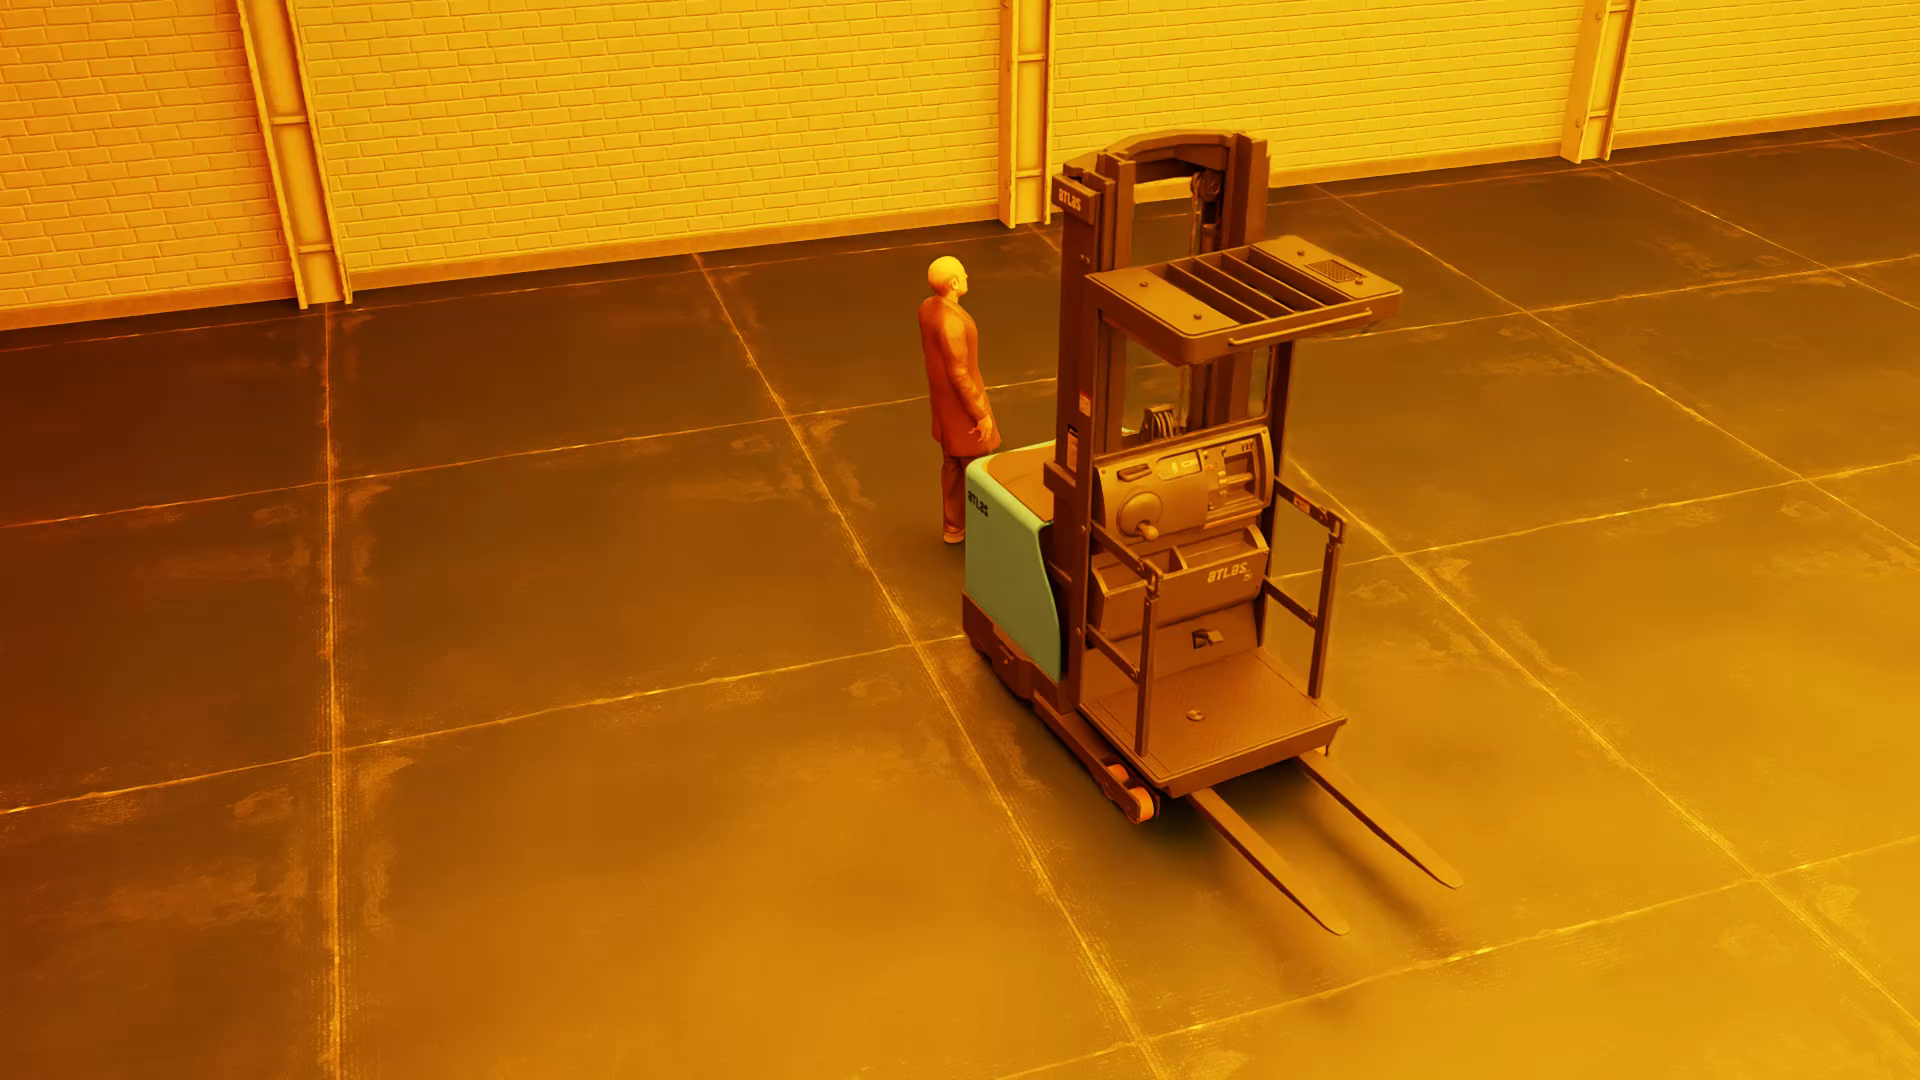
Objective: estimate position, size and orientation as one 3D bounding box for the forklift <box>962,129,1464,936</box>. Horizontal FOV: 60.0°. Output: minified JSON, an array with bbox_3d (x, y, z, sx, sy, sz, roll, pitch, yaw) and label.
[{"bbox_3d":[1.141,-0.211,7.453,1.130,2.935,3.031,-15,33,-24],"label":"forklift"}]

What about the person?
[{"bbox_3d":[0.088,-0.789,9.601,0.579,1.777,0.696,-10,31,-16],"label":"person"}]
